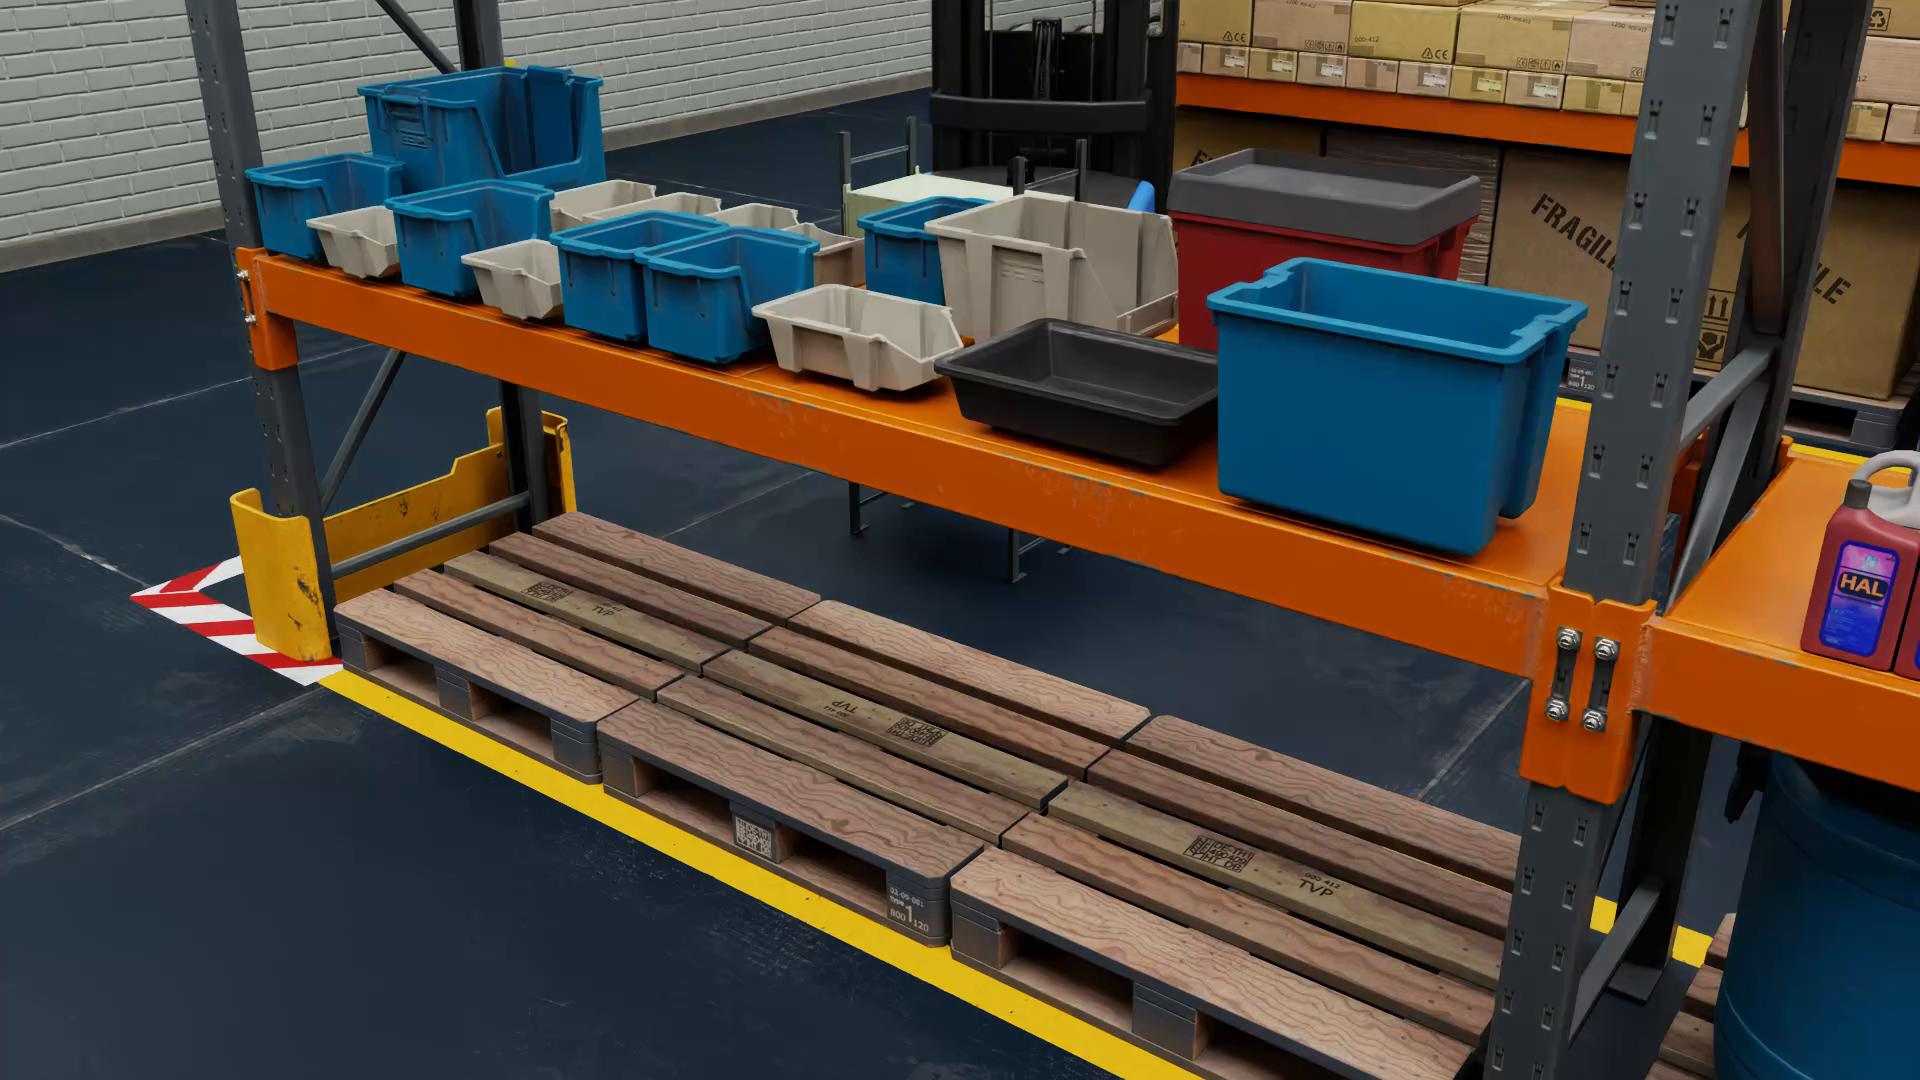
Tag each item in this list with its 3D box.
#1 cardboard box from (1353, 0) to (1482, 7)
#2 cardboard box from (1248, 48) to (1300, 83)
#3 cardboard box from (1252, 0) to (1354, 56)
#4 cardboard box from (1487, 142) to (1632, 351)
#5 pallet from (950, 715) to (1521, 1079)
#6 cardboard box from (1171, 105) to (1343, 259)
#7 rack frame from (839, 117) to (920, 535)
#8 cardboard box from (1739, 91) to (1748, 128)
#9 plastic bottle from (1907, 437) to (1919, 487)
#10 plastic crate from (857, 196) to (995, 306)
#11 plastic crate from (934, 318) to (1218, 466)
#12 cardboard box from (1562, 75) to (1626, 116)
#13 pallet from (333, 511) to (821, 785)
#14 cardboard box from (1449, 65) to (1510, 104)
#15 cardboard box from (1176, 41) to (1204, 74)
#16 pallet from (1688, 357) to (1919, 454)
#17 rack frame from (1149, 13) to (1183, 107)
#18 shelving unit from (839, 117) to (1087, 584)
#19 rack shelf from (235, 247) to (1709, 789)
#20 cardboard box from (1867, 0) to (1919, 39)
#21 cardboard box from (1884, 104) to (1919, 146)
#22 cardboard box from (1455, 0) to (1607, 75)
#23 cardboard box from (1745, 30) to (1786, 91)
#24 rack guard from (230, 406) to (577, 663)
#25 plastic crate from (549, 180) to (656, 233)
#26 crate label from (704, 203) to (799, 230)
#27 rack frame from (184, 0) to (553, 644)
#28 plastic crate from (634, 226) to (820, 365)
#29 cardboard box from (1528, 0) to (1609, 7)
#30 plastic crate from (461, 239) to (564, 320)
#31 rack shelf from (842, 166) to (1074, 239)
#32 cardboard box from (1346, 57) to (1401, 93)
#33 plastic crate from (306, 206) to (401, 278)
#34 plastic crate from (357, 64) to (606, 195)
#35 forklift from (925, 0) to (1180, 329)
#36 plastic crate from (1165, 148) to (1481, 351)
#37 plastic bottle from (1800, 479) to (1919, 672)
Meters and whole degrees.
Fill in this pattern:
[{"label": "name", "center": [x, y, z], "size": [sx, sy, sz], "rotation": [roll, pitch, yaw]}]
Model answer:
[{"label": "cardboard box", "center": [2.166, -2.756, 7.672], "size": [0.500, 0.500, 0.500], "rotation": [16, 28, 32]}, {"label": "cardboard box", "center": [1.623, -2.362, 8.202], "size": [0.250, 0.149, 0.380], "rotation": [16, 28, 32]}, {"label": "cardboard box", "center": [1.767, -2.534, 8.097], "size": [0.500, 0.250, 0.500], "rotation": [16, 29, 33]}, {"label": "cardboard box", "center": [3.126, -1.448, 7.931], "size": [0.875, 0.875, 0.875], "rotation": [17, 29, 33]}, {"label": "pallet", "center": [0.744, 0.883, 3.983], "size": [1.213, 0.211, 1.003], "rotation": [17, 29, 33]}, {"label": "cardboard box", "center": [1.685, -1.884, 8.919], "size": [0.875, 0.875, 0.875], "rotation": [17, 29, 33]}, {"label": "rack frame", "center": [-0.288, -0.773, 6.145], "size": [0.023, 1.500, 0.400], "rotation": [17, 29, 33]}, {"label": "cardboard box", "center": [3.268, -1.865, 7.074], "size": [0.250, 0.149, 0.380], "rotation": [17, 29, 34]}, {"label": "plastic bottle", "center": [1.865, -0.180, 3.092], "size": [0.135, 0.276, 0.152], "rotation": [17, 29, 33]}, {"label": "plastic crate", "center": [-0.048, -0.732, 4.324], "size": [0.300, 0.233, 0.416], "rotation": [17, 29, 33]}, {"label": "plastic crate", "center": [0.299, -0.313, 3.507], "size": [0.590, 0.125, 0.437], "rotation": [17, 29, 33]}, {"label": "cardboard box", "center": [2.857, -1.989, 7.356], "size": [0.250, 0.149, 0.380], "rotation": [16, 29, 32]}, {"label": "pallet", "center": [-1.209, 0.293, 5.323], "size": [1.213, 0.211, 1.003], "rotation": [17, 29, 33]}, {"label": "cardboard box", "center": [2.443, -2.114, 7.639], "size": [0.250, 0.149, 0.380], "rotation": [16, 28, 32]}, {"label": "cardboard box", "center": [1.211, -2.486, 8.482], "size": [0.250, 0.149, 0.380], "rotation": [17, 29, 34]}, {"label": "pallet", "center": [3.764, -0.759, 7.710], "size": [1.213, 0.211, 1.003], "rotation": [17, 29, 33]}, {"label": "rack frame", "center": [1.125, -2.793, 8.868], "size": [0.127, 3.000, 1.000], "rotation": [17, 29, 33]}, {"label": "shelving unit", "center": [0.005, -0.685, 5.944], "size": [0.755, 1.500, 0.431], "rotation": [17, 29, 33]}, {"label": "rack shelf", "center": [-0.245, -0.382, 4.289], "size": [4.000, 0.370, 1.077], "rotation": [17, 29, 33]}, {"label": "cardboard box", "center": [3.798, -2.261, 6.549], "size": [0.500, 0.500, 0.500], "rotation": [18, 29, 35]}, {"label": "cardboard box", "center": [3.886, -1.679, 6.651], "size": [0.250, 0.149, 0.380], "rotation": [17, 29, 34]}, {"label": "cardboard box", "center": [2.588, -2.286, 7.536], "size": [0.500, 0.250, 0.500], "rotation": [16, 28, 32]}, {"label": "cardboard box", "center": [3.400, -2.039, 6.976], "size": [0.500, 0.250, 0.500], "rotation": [18, 29, 35]}, {"label": "rack guard", "center": [-1.872, -0.052, 5.749], "size": [0.348, 0.500, 1.175], "rotation": [17, 29, 33]}, {"label": "plastic crate", "center": [-1.084, -0.963, 4.968], "size": [0.243, 0.136, 0.396], "rotation": [17, 29, 33]}, {"label": "crate label", "center": [-0.623, -0.829, 4.663], "size": [0.243, 0.136, 0.396], "rotation": [17, 29, 33]}, {"label": "rack frame", "center": [-1.845, -1.195, 5.241], "size": [0.127, 3.000, 1.000], "rotation": [17, 29, 33]}, {"label": "plastic crate", "center": [-0.551, -0.589, 3.999], "size": [0.300, 0.233, 0.416], "rotation": [17, 29, 33]}, {"label": "cardboard box", "center": [2.904, -2.458, 7.926], "size": [0.500, 0.250, 0.500], "rotation": [17, 29, 33]}, {"label": "plastic crate", "center": [-1.095, -0.667, 4.297], "size": [0.298, 0.136, 0.250], "rotation": [17, 29, 33]}, {"label": "rack shelf", "center": [0.005, -1.042, 5.787], "size": [0.720, 0.370, 0.431], "rotation": [17, 29, 33]}, {"label": "cardboard box", "center": [2.035, -2.238, 7.920], "size": [0.250, 0.149, 0.380], "rotation": [16, 28, 32]}, {"label": "plastic crate", "center": [-1.638, -0.831, 4.669], "size": [0.298, 0.136, 0.250], "rotation": [17, 29, 33]}, {"label": "plastic crate", "center": [-1.465, -1.218, 5.175], "size": [0.499, 0.435, 0.616], "rotation": [17, 29, 33]}, {"label": "forklift", "center": [0.464, -2.201, 7.611], "size": [1.130, 2.935, 3.031], "rotation": [5, 24, 10]}, {"label": "plastic crate", "center": [0.791, -0.581, 3.695], "size": [0.583, 0.464, 0.402], "rotation": [17, 29, 33]}, {"label": "plastic bottle", "center": [1.393, 0.052, 2.556], "size": [0.133, 0.283, 0.061], "rotation": [17, 29, 33]}]
